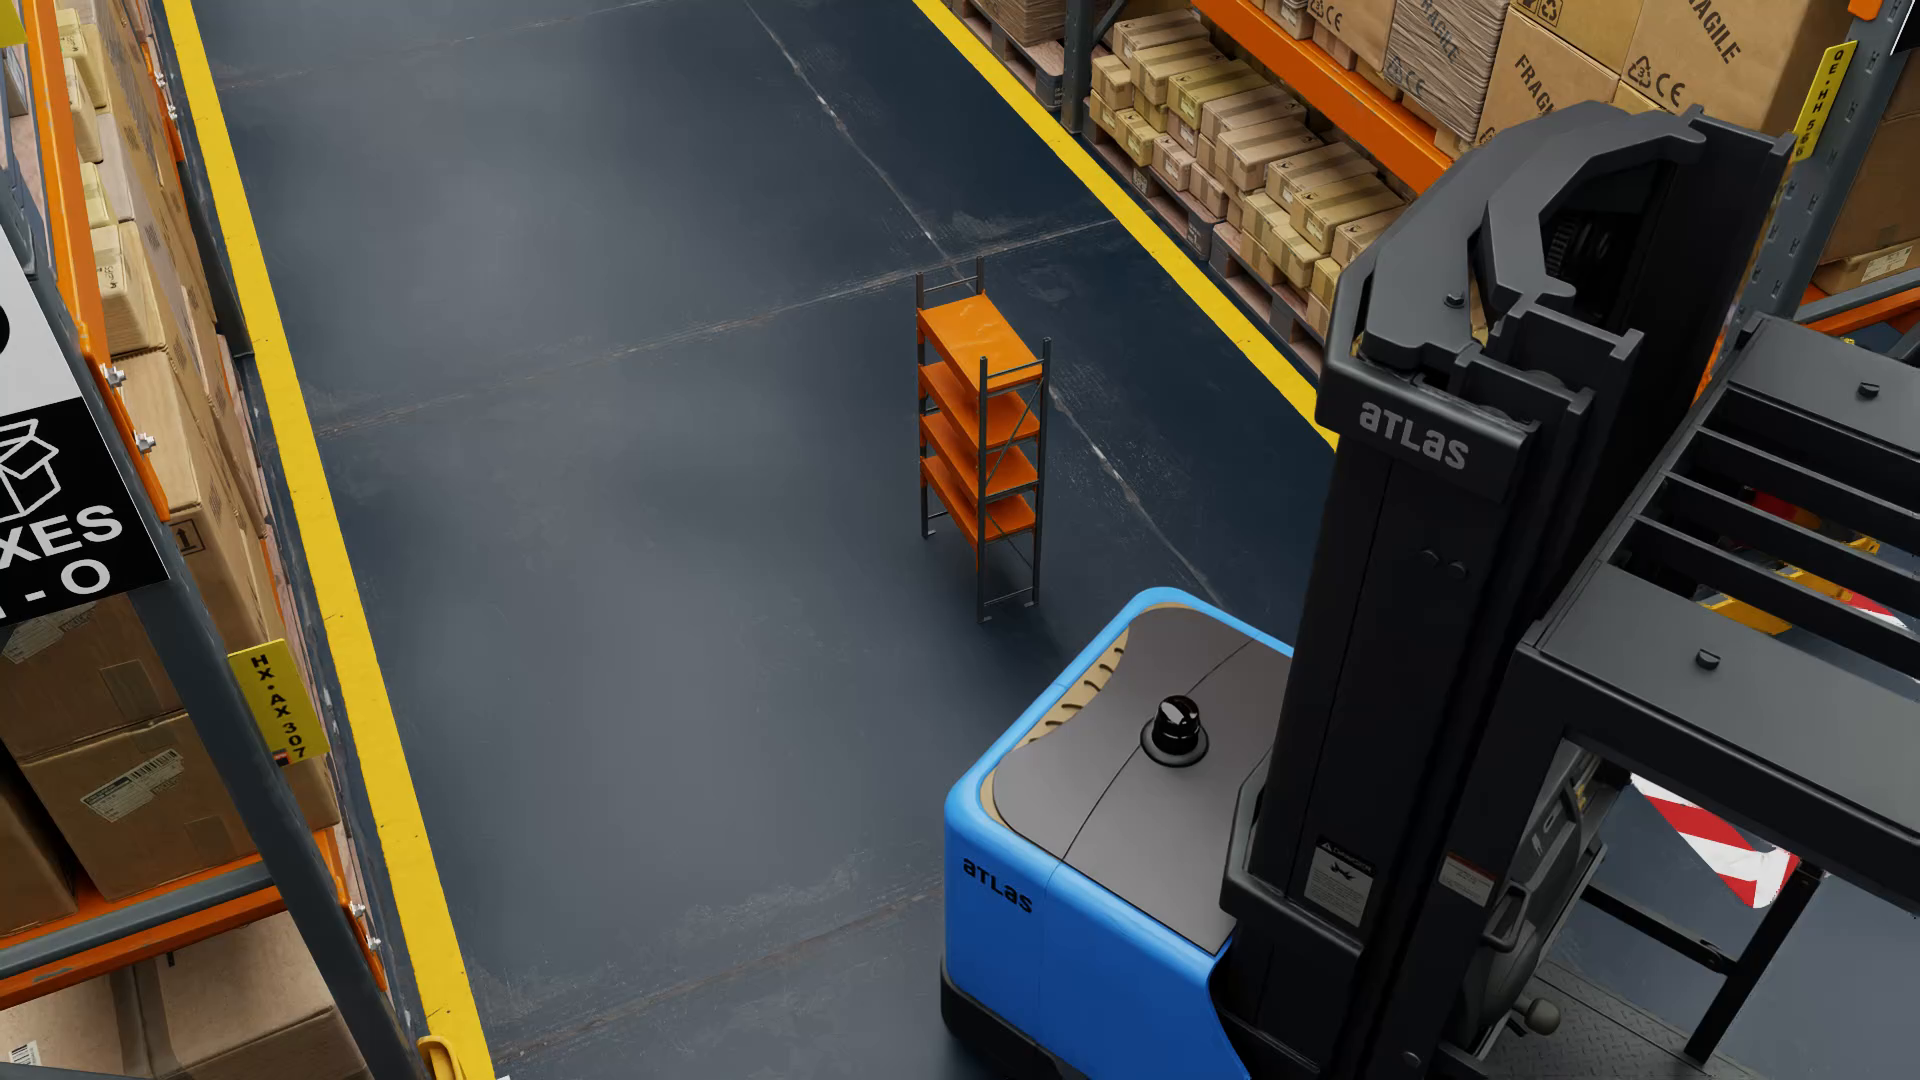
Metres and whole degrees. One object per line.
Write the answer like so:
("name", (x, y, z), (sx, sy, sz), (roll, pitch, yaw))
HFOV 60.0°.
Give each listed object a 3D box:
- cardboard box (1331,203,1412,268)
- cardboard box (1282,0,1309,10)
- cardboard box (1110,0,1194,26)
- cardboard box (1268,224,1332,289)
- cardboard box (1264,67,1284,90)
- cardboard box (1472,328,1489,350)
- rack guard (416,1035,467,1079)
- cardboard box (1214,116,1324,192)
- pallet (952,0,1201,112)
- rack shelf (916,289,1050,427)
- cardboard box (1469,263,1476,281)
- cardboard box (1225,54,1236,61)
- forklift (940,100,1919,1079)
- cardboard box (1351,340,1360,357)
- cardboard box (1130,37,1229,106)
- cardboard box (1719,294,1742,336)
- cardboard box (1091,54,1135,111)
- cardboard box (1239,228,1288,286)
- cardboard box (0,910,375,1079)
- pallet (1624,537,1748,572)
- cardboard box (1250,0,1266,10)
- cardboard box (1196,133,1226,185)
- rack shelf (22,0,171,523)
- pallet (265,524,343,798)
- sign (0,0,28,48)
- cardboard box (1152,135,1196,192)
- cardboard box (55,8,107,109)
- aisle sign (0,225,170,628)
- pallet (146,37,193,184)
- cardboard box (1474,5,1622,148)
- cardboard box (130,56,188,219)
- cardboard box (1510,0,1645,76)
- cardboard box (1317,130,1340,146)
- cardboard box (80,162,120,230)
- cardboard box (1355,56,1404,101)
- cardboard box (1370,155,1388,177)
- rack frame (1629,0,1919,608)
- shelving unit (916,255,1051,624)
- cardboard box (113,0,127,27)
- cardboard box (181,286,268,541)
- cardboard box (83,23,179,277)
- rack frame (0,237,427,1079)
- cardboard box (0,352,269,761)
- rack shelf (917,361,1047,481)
("cardboard box", (1.710, -1.172, 6.609), (0.380, 0.149, 0.250), (-20, 48, -19))
("cardboard box", (1.357, -2.375, 6.238), (0.500, 0.500, 0.500), (-19, 48, -18))
("cardboard box", (0.914, -3.077, 8.714), (0.500, 0.500, 0.500), (-16, 47, -16))
("cardboard box", (1.503, -1.205, 6.855), (0.380, 0.149, 0.250), (-18, 47, -17))
("cardboard box", (1.624, -2.157, 7.608), (0.380, 0.149, 0.250), (-18, 48, -18))
("cardboard box", (1.935, -0.633, 6.063), (0.380, 0.149, 0.250), (-19, 48, -18))
("rack guard", (-1.773, 1.712, 4.159), (1.175, 0.500, 0.348), (-18, 47, -17))
("cardboard box", (1.317, -1.649, 7.092), (0.380, 0.149, 0.250), (-17, 47, -17))
("pallet", (0.655, -2.772, 8.909), (1.003, 0.211, 1.213), (-18, 47, -17))
("rack shelf", (0.070, -0.601, 5.446), (0.258, 0.148, 0.480), (-18, 47, -17))
("cardboard box", (2.224, -1.027, 6.674), (0.380, 0.149, 0.250), (-20, 48, -19))
("cardboard box", (1.405, -2.402, 8.068), (0.380, 0.149, 0.250), (-17, 47, -17))
("forklift", (1.422, 0.725, 3.429), (3.031, 2.935, 1.130), (28, 51, 26))
("cardboard box", (1.742, -0.753, 6.608), (0.380, 0.149, 0.250), (-20, 48, -19))
("cardboard box", (1.003, -2.141, 7.592), (0.380, 0.149, 0.250), (-16, 47, -15))
("cardboard box", (2.272, -0.754, 5.058), (0.380, 0.149, 0.250), (-18, 47, -17))
("cardboard box", (0.846, -2.183, 7.846), (0.380, 0.149, 0.250), (-16, 47, -16))
("cardboard box", (1.428, -1.261, 7.123), (0.380, 0.149, 0.250), (-19, 48, -18))
("cardboard box", (-2.151, 1.178, 4.445), (0.875, 0.438, 0.875), (-20, 48, -19))
("pallet", (2.324, -0.303, 6.407), (1.003, 0.211, 1.213), (-18, 47, -17))
("cardboard box", (1.297, -2.250, 6.573), (0.380, 0.149, 0.250), (-17, 47, -17))
("cardboard box", (1.280, -1.731, 7.388), (0.380, 0.149, 0.250), (-20, 48, -19))
("rack shelf", (-2.624, -1.279, 3.787), (1.077, 0.370, 4.000), (-18, 47, -17))
("pallet", (-2.699, 0.537, 5.556), (1.003, 0.211, 1.213), (-18, 47, -17))
("sign", (-1.277, -0.760, 2.071), (0.100, 0.325, 0.005), (-18, 47, -17))
("cardboard box", (1.109, -1.764, 7.632), (0.380, 0.149, 0.250), (-18, 47, -18))
("cardboard box", (-2.295, -1.124, 4.009), (0.380, 0.149, 0.250), (-19, 48, -18))
("aisle sign", (-1.490, -0.158, 2.424), (0.394, 0.787, 0.004), (-18, 47, -17))
("pallet", (-4.375, -1.998, 8.124), (1.003, 0.211, 1.213), (-18, 47, -17))
("cardboard box", (2.031, -1.401, 5.251), (0.500, 0.500, 0.500), (-19, 48, -18))
("cardboard box", (-2.817, -1.231, 5.291), (0.500, 0.500, 0.500), (-19, 48, -18))
("cardboard box", (2.035, -1.758, 4.901), (0.500, 0.500, 0.500), (-20, 48, -19))
("cardboard box", (1.800, -1.722, 7.379), (0.380, 0.149, 0.250), (-17, 47, -16))
("cardboard box", (-1.988, -0.631, 3.509), (0.380, 0.149, 0.250), (-19, 48, -19))
("cardboard box", (1.684, -1.765, 6.082), (0.380, 0.149, 0.250), (-17, 47, -17))
("cardboard box", (1.985, -1.656, 7.099), (0.380, 0.149, 0.250), (-20, 48, -19))
("rack frame", (2.666, -0.719, 4.843), (1.000, 3.000, 0.127), (-18, 47, -17))
("shelving unit", (0.070, -0.322, 5.722), (0.258, 1.200, 0.503), (-18, 47, -17))
("cardboard box", (-3.016, -1.915, 5.272), (0.500, 0.500, 0.500), (-18, 48, -18))
("cardboard box", (-2.160, -0.263, 4.310), (0.500, 0.500, 0.500), (-18, 47, -18))
("cardboard box", (-2.384, -0.945, 4.289), (0.500, 0.500, 0.500), (-18, 47, -17))
("rack frame", (-1.783, 0.807, 3.297), (1.000, 3.000, 0.127), (-18, 47, -17))
("cardboard box", (-1.726, 0.025, 3.306), (0.500, 0.500, 0.500), (-19, 48, -18))
("rack shelf", (0.070, -0.433, 5.612), (0.258, 0.148, 0.480), (-18, 47, -17))
